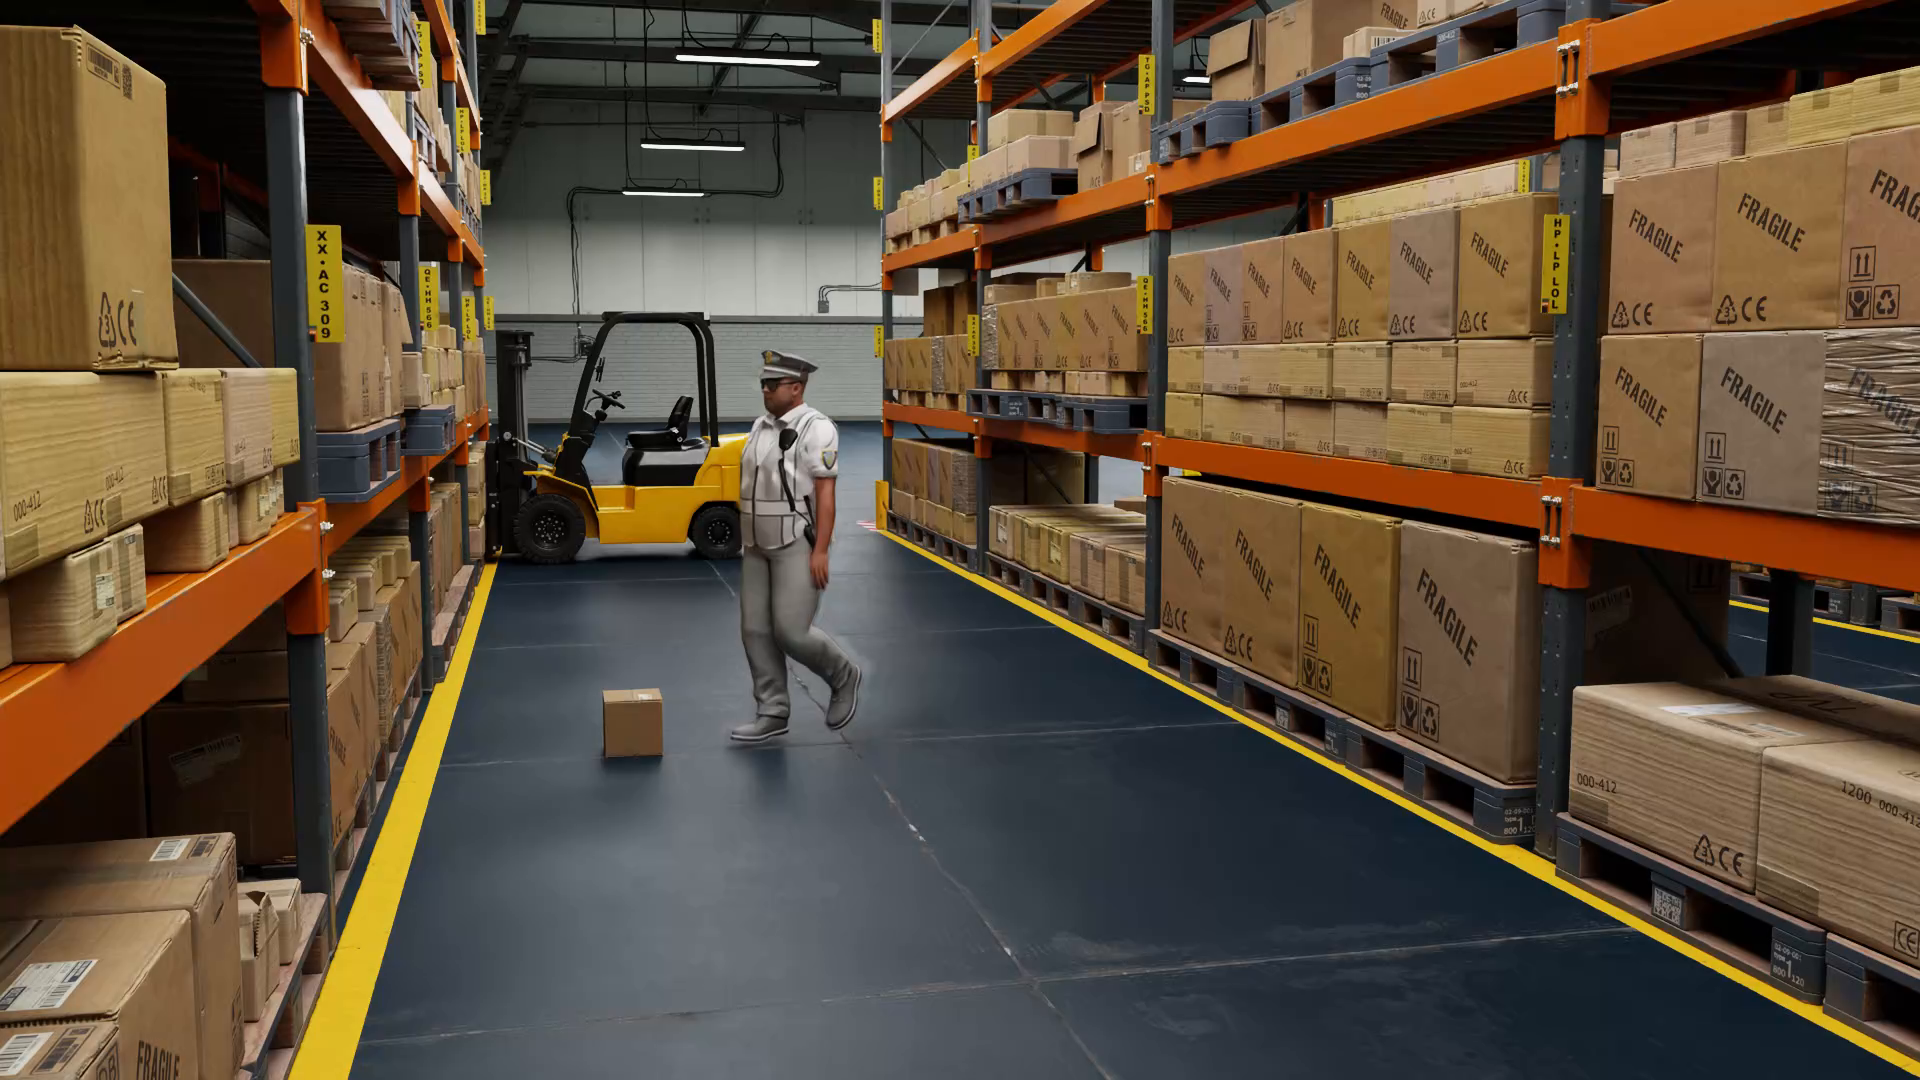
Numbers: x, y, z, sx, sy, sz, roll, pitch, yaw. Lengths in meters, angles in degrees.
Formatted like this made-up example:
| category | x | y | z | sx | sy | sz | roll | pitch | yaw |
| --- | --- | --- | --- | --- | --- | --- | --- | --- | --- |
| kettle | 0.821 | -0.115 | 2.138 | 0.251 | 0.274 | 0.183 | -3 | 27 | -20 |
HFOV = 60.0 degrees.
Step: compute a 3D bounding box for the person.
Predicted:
| category | x | y | z | sx | sy | sz | roll | pitch | yaw |
| --- | --- | --- | --- | --- | --- | --- | --- | --- | --- |
| person | -0.773 | 0.016 | 7.519 | 0.537 | 1.745 | 0.643 | 5 | 8 | 40 |
